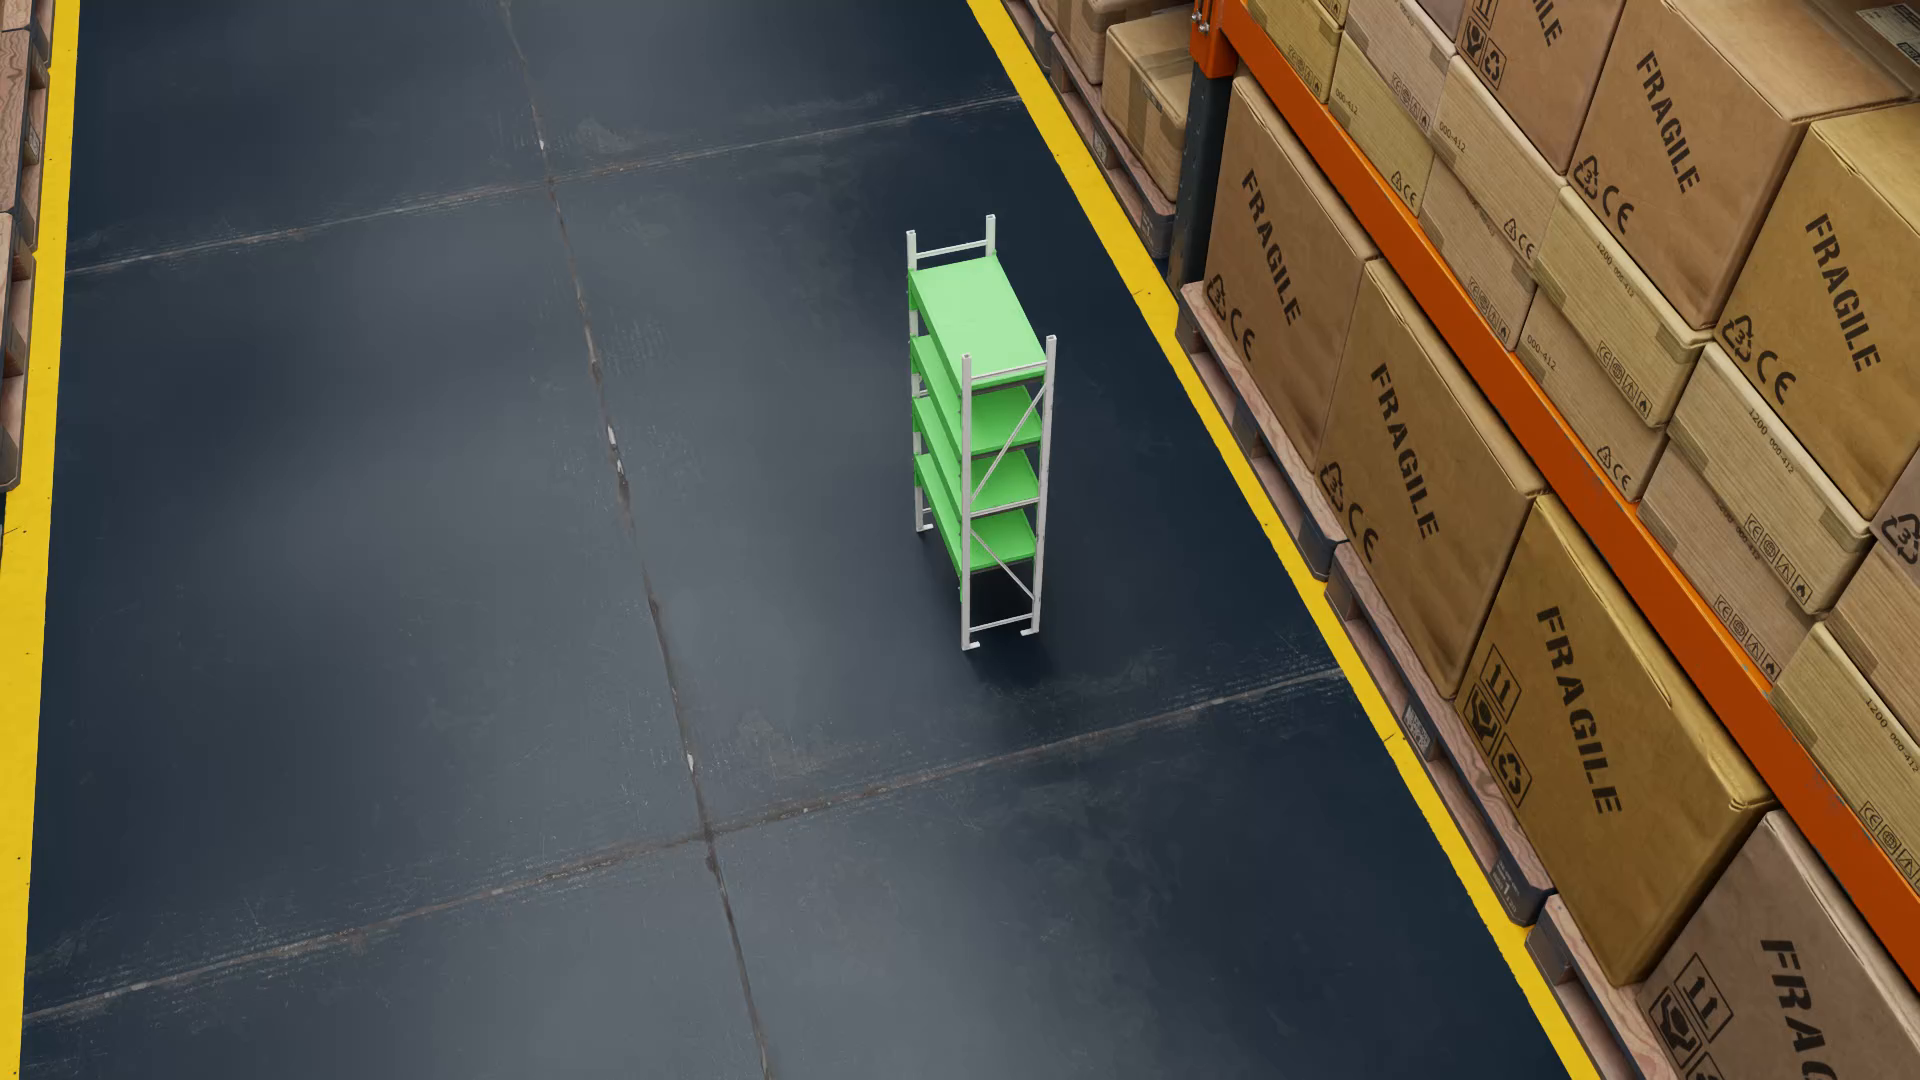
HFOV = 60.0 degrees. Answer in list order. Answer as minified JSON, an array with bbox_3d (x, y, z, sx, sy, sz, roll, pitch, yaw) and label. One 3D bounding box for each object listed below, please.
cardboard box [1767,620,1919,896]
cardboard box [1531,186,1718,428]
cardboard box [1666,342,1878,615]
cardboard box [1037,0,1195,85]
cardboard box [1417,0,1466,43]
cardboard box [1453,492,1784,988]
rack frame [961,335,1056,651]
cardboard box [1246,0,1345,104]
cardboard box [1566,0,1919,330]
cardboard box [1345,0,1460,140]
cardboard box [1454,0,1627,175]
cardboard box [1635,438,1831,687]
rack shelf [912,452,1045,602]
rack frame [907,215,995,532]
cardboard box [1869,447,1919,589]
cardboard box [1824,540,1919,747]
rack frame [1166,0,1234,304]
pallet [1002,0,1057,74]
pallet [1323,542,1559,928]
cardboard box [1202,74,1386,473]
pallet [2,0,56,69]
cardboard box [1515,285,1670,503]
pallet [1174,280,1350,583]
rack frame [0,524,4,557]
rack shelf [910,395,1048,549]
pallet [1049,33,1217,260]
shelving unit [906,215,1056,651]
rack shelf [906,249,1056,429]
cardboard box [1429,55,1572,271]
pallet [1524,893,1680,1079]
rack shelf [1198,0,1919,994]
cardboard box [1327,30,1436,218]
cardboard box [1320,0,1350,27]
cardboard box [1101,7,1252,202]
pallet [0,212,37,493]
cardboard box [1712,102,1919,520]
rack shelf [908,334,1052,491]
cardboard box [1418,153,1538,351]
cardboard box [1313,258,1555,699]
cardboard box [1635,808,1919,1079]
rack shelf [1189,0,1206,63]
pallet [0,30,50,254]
[{"bbox_3d":[1.903,0.355,3.087,0.500,0.250,0.500,-14,51,-11],"label":"cardboard box"},{"bbox_3d":[1.582,-0.541,3.515,0.500,0.250,0.500,-13,51,-10],"label":"cardboard box"},{"bbox_3d":[1.750,-0.171,3.203,0.500,0.250,0.500,-12,51,-10],"label":"cardboard box"},{"bbox_3d":[0.860,-2.213,6.598,0.950,0.372,0.625,-14,51,-12],"label":"cardboard box"},{"bbox_3d":[1.312,-1.551,3.876,0.500,0.500,0.500,-13,51,-11],"label":"cardboard box"},{"bbox_3d":[1.892,0.406,4.061,0.875,0.875,0.875,-12,51,-10],"label":"cardboard box"},{"bbox_3d":[0.121,-0.088,4.539,0.240,1.200,0.015,-13,51,-11],"label":"rack frame"},{"bbox_3d":[1.148,-1.510,4.659,0.500,0.250,0.500,-14,51,-12],"label":"cardboard box"},{"bbox_3d":[1.596,-0.801,3.244,0.500,0.500,0.500,-13,51,-10],"label":"cardboard box"},{"bbox_3d":[1.309,-1.281,4.140,0.500,0.250,0.500,-12,51,-10],"label":"cardboard box"},{"bbox_3d":[1.450,-1.170,3.555,0.500,0.500,0.500,-12,51,-10],"label":"cardboard box"},{"bbox_3d":[1.772,-0.018,3.402,0.500,0.250,0.500,-15,51,-12],"label":"cardboard box"},{"bbox_3d":[0.049,-0.070,4.922,0.258,0.148,0.480,-13,51,-11],"label":"rack shelf"},{"bbox_3d":[-0.023,-0.444,4.840,0.240,1.200,0.015,-13,51,-11],"label":"rack frame"},{"bbox_3d":[1.894,-0.051,2.612,0.500,0.500,0.500,-12,51,-10],"label":"cardboard box"},{"bbox_3d":[1.909,0.206,2.886,0.500,0.250,0.500,-12,51,-10],"label":"cardboard box"},{"bbox_3d":[1.243,-1.972,4.951,1.000,3.000,0.127,-13,51,-11],"label":"rack frame"},{"bbox_3d":[0.657,-2.534,7.248,1.003,0.211,1.213,-13,51,-11],"label":"pallet"},{"bbox_3d":[1.762,0.409,4.767,1.003,0.211,1.213,-13,51,-11],"label":"pallet"},{"bbox_3d":[1.368,-0.900,5.162,0.875,0.875,0.875,-14,51,-11],"label":"cardboard box"},{"bbox_3d":[-4.425,-2.341,7.085,1.003,0.211,1.213,-13,51,-11],"label":"pallet"},{"bbox_3d":[1.615,-0.395,3.719,0.500,0.250,0.500,-13,51,-11],"label":"cardboard box"},{"bbox_3d":[1.405,-0.481,5.517,1.003,0.211,1.213,-13,51,-11],"label":"pallet"},{"bbox_3d":[-3.497,-0.847,4.002,1.000,3.000,0.127,-13,51,-11],"label":"rack frame"},{"bbox_3d":[0.049,-0.225,4.738,0.258,0.148,0.480,-13,51,-11],"label":"rack shelf"},{"bbox_3d":[1.014,-1.645,6.498,1.003,0.211,1.213,-13,51,-11],"label":"pallet"},{"bbox_3d":[0.049,-0.266,4.689,0.258,1.200,0.503,-13,51,-11],"label":"shelving unit"},{"bbox_3d":[0.049,-0.534,4.371,0.258,0.148,0.480,-13,51,-11],"label":"rack shelf"},{"bbox_3d":[1.445,-0.915,3.830,0.500,0.250,0.500,-13,51,-11],"label":"cardboard box"},{"bbox_3d":[2.126,1.301,4.015,1.003,0.211,1.213,-13,51,-11],"label":"pallet"},{"bbox_3d":[1.835,-0.280,3.994,1.077,0.370,4.000,-13,51,-11],"label":"rack shelf"},{"bbox_3d":[1.317,-1.139,4.346,0.500,0.250,0.500,-15,51,-12],"label":"cardboard box"},{"bbox_3d":[1.157,-1.659,4.458,0.500,0.250,0.500,-14,51,-11],"label":"cardboard box"},{"bbox_3d":[1.086,-1.676,6.145,0.950,0.372,0.625,-16,52,-13],"label":"cardboard box"},{"bbox_3d":[-3.703,-0.559,5.583,1.003,0.211,1.213,-13,51,-11],"label":"pallet"},{"bbox_3d":[1.763,-0.426,2.928,0.500,0.500,0.500,-12,51,-10],"label":"cardboard box"},{"bbox_3d":[0.049,-0.379,4.555,0.258,0.148,0.480,-13,51,-11],"label":"rack shelf"},{"bbox_3d":[1.466,-0.754,4.022,0.500,0.250,0.500,-12,51,-10],"label":"cardboard box"},{"bbox_3d":[1.628,-0.247,4.612,0.875,0.875,0.875,-13,51,-11],"label":"cardboard box"},{"bbox_3d":[2.167,1.064,3.506,0.875,0.875,0.875,-12,51,-10],"label":"cardboard box"},{"bbox_3d":[0.652,-3.201,6.457,1.077,0.370,4.000,-13,51,-11],"label":"rack shelf"},{"bbox_3d":[-4.060,-1.448,6.333,1.003,0.211,1.213,-13,51,-11],"label":"pallet"}]
